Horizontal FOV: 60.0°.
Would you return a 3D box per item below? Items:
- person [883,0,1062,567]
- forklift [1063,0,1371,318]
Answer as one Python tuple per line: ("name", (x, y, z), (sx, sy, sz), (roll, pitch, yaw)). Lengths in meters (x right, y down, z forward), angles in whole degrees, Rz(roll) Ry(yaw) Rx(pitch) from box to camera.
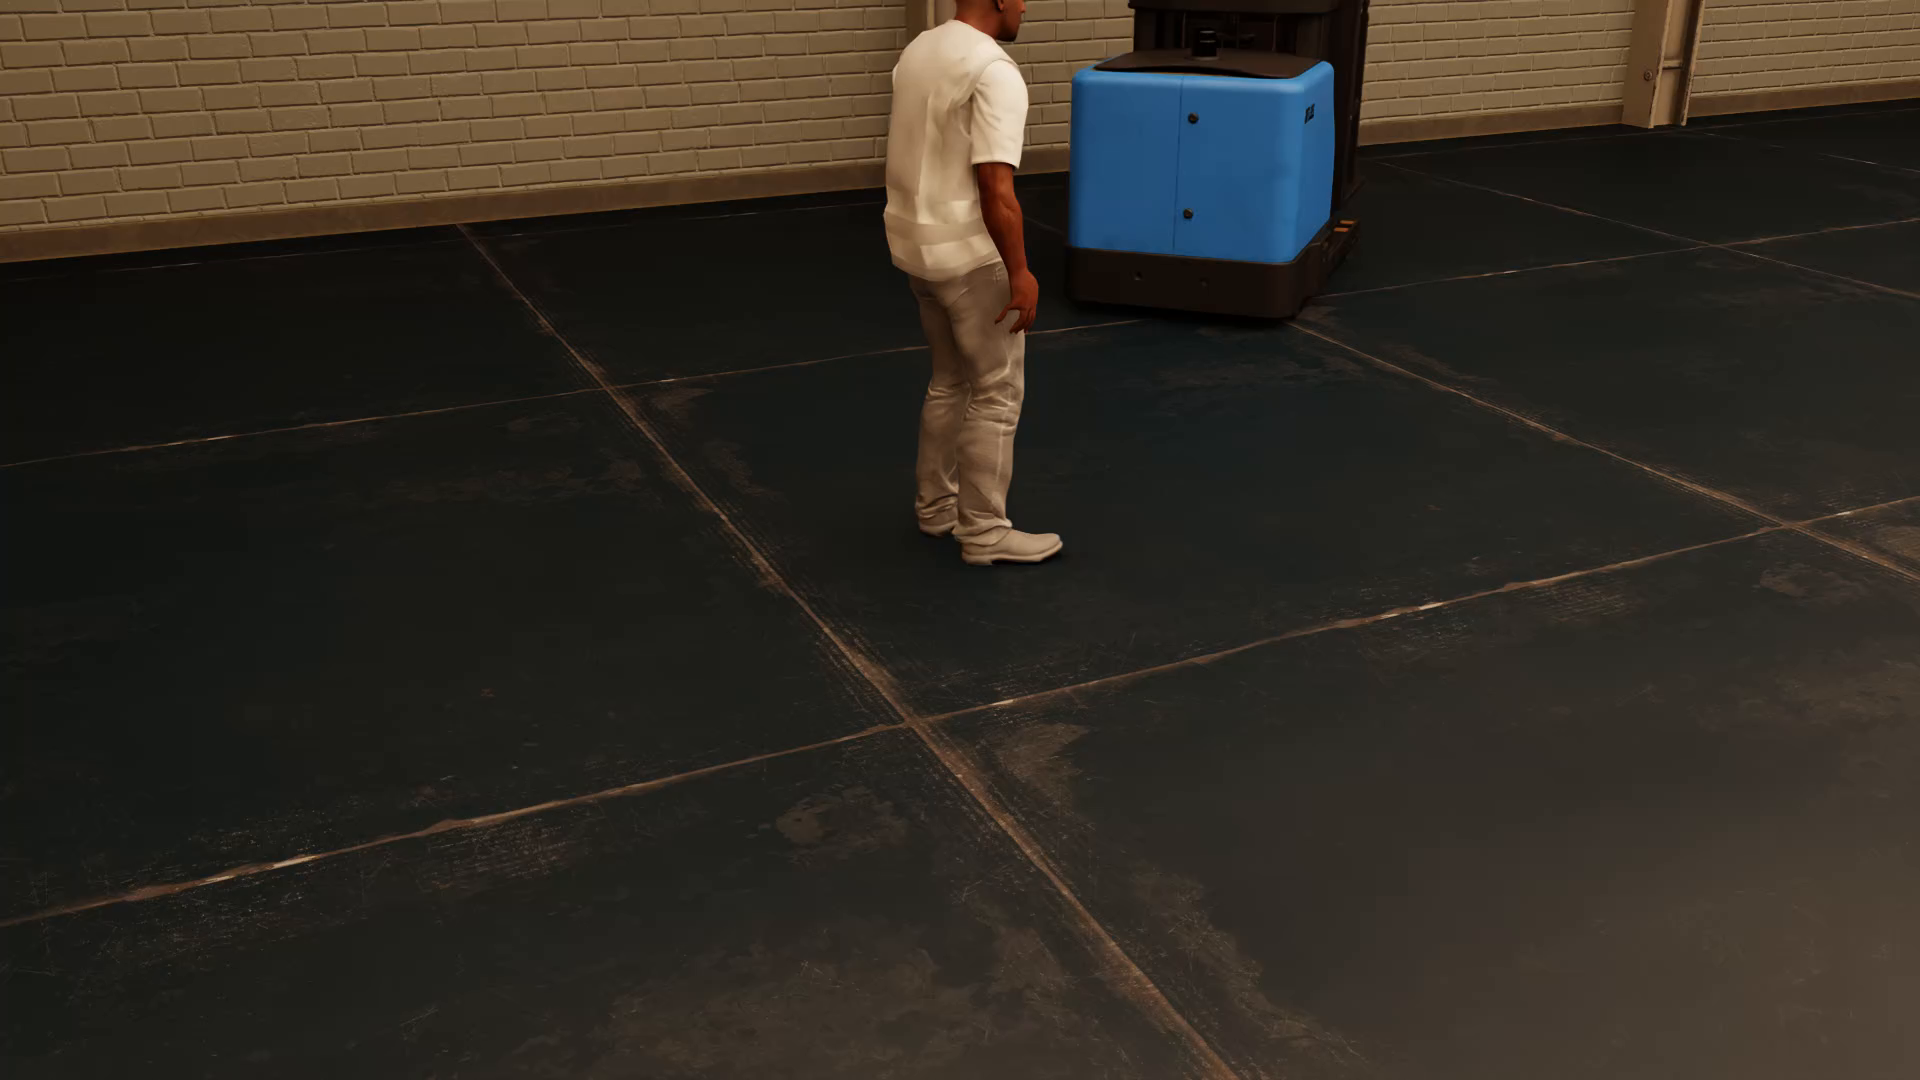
("person", (0.033, -0.820, 4.792), (0.460, 1.760, 0.626), (-11, 25, -25))
("forklift", (1.472, -2.854, 8.157), (1.130, 2.935, 3.031), (8, 24, 19))
